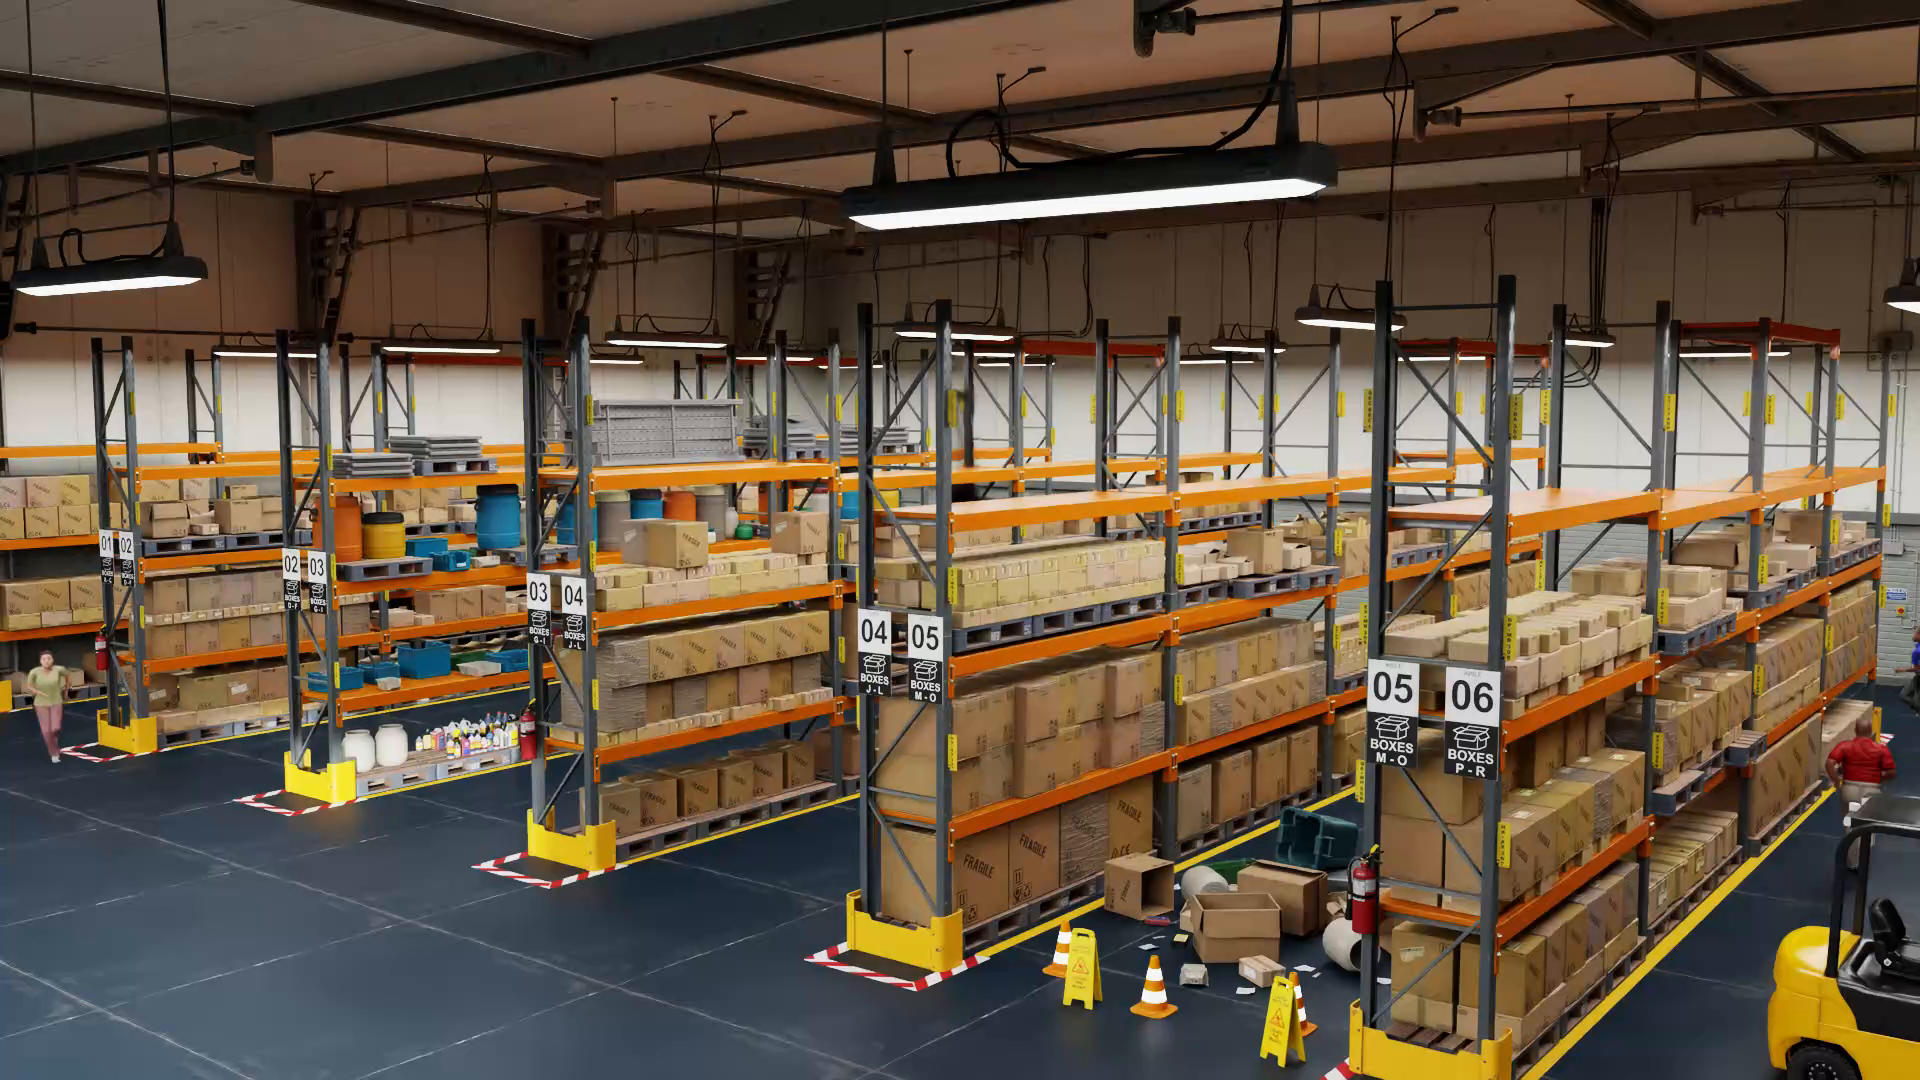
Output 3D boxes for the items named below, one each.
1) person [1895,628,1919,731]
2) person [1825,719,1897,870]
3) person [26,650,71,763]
[{"bbox_3d":[14.712,2.135,25.518,0.660,1.609,0.553,3,6,29],"label":"person"},{"bbox_3d":[9.677,2.790,17.886,0.672,1.738,0.813,3,6,31],"label":"person"},{"bbox_3d":[-12.816,2.336,23.411,0.556,1.611,0.673,-3,6,-27],"label":"person"}]
